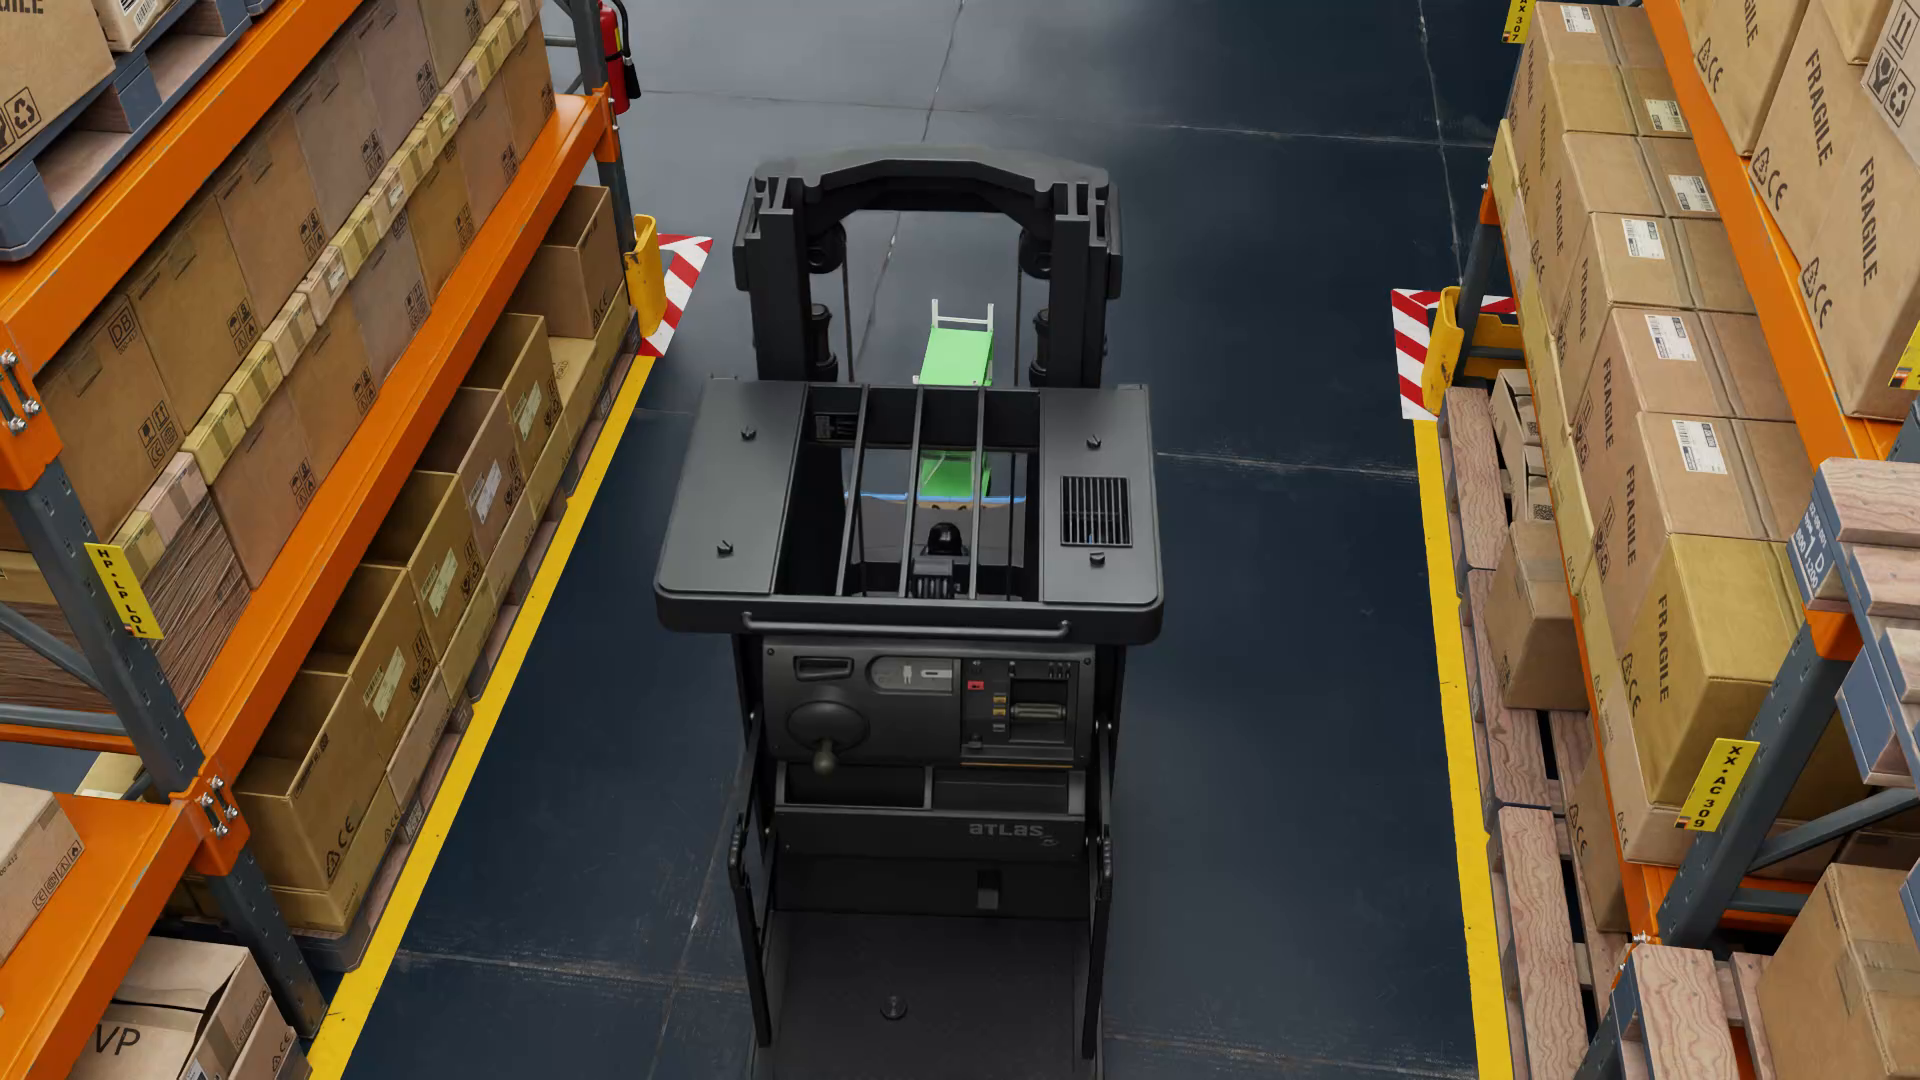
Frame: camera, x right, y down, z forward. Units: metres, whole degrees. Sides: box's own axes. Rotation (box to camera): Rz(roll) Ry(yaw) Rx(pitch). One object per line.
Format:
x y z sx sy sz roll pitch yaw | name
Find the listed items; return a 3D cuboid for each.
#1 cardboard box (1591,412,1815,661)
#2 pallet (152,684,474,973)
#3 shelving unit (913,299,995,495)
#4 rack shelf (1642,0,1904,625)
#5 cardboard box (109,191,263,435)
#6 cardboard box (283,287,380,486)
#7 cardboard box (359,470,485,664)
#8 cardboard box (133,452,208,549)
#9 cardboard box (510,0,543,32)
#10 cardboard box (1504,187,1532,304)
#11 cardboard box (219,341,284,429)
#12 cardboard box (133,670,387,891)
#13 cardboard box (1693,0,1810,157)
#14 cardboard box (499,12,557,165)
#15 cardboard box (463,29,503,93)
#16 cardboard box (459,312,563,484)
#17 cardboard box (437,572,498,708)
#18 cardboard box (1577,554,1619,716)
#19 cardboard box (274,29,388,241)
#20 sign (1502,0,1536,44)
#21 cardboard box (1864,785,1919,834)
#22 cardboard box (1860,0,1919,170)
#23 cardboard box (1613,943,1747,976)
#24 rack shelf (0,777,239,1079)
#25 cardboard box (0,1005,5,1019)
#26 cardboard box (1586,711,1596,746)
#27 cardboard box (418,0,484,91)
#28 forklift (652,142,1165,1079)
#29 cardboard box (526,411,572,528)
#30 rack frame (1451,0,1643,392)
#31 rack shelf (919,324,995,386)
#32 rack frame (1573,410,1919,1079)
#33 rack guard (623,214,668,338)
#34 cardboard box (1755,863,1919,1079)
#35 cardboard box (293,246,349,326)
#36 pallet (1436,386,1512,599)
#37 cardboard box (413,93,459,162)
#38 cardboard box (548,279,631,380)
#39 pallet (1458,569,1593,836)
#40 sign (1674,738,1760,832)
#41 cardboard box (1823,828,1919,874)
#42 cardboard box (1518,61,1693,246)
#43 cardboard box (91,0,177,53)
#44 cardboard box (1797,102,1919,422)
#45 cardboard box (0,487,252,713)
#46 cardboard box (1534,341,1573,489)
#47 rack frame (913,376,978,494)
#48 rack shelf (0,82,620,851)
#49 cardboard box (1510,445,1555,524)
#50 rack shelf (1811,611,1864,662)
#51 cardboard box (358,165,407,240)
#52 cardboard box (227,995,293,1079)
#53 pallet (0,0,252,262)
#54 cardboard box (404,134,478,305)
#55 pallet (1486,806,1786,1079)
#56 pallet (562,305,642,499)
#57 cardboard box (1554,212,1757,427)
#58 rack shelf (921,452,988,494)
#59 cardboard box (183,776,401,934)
2.103 0.011 4.606 0.500 0.500 0.500 5 44 5 | cardboard box
-2.477 0.954 6.089 1.003 0.211 1.213 5 44 6 | pallet
-0.022 -0.323 6.718 0.258 1.200 0.503 5 44 6 | shelving unit
2.551 -1.264 4.745 1.077 0.370 4.000 5 44 6 | rack shelf
-2.506 -0.676 4.765 0.700 0.500 0.500 5 44 5 | cardboard box
-2.438 -0.562 5.589 0.700 0.500 0.500 6 44 6 | cardboard box
-2.120 0.084 6.129 0.500 0.500 0.500 5 44 6 | cardboard box
-2.363 -0.129 4.660 0.380 0.149 0.250 6 44 6 | cardboard box
-1.957 -2.241 6.890 0.380 0.149 0.250 5 44 5 | cardboard box
2.382 -1.093 6.317 0.500 0.250 0.500 4 44 4 | cardboard box
-2.298 -0.484 5.035 0.380 0.149 0.250 5 44 5 | cardboard box
-2.252 0.765 5.409 0.500 0.500 0.500 5 44 6 | cardboard box
2.224 -1.297 4.169 0.500 0.500 0.500 4 44 4 | cardboard box
-2.170 -1.966 7.072 0.700 0.500 0.500 5 44 6 | cardboard box
-2.024 -1.888 6.518 0.380 0.149 0.250 5 44 5 | cardboard box
-1.989 -0.598 6.849 0.500 0.500 0.500 5 44 6 | cardboard box
-2.120 0.356 6.387 0.500 0.250 0.500 5 44 6 | cardboard box
2.123 0.285 4.862 0.500 0.250 0.500 5 44 6 | cardboard box
-2.373 -1.357 5.485 0.700 0.500 0.500 5 44 6 | cardboard box
2.278 -2.163 6.723 0.100 0.325 0.005 5 44 6 | sign
2.556 0.401 4.194 0.500 0.500 0.500 4 44 5 | cardboard box
2.084 -0.935 3.060 0.500 0.500 0.500 2 43 2 | cardboard box
2.328 1.429 5.300 0.380 0.166 0.250 0 43 0 | cardboard box
-2.888 2.104 3.370 1.077 0.370 4.000 5 44 6 | rack shelf
-2.558 1.144 3.958 0.396 0.266 0.258 4 44 4 | cardboard box
2.518 0.714 6.067 0.380 0.149 0.250 2 43 2 | cardboard box
-2.241 -2.042 6.209 0.700 0.500 0.500 4 44 4 | cardboard box
-0.095 0.562 4.524 1.130 2.935 3.031 2 43 2 | forklift
-1.992 -0.326 7.107 0.500 0.250 0.500 5 44 6 | cardboard box
2.816 -1.799 6.968 1.000 3.000 0.127 5 44 6 | rack frame
-0.022 -0.625 6.432 0.258 0.148 0.480 5 44 6 | rack shelf
2.287 0.927 4.089 1.000 3.000 0.127 5 44 6 | rack frame
-2.092 -1.355 8.318 1.175 0.500 0.348 5 44 6 | rack guard
2.186 1.075 3.541 0.700 0.500 0.500 5 44 6 | cardboard box
-2.230 -0.837 5.407 0.380 0.149 0.250 4 44 4 | cardboard box
2.663 -0.184 7.291 1.003 0.211 1.213 5 44 6 | pallet
-2.093 -1.538 6.148 0.380 0.149 0.250 6 44 7 | cardboard box
-1.873 -1.008 7.828 0.500 0.250 0.500 5 44 6 | cardboard box
2.499 0.645 6.415 1.003 0.211 1.213 5 44 6 | pallet
1.748 0.569 3.838 0.100 0.325 0.005 5 44 6 | sign
2.561 0.673 4.452 0.500 0.250 0.500 6 44 6 | cardboard box
2.379 -1.390 6.086 0.500 0.500 0.500 5 44 6 | cardboard box
-2.225 -1.468 4.095 0.500 0.311 0.500 3 44 3 | cardboard box
2.109 -0.574 3.406 0.500 0.500 0.500 6 44 7 | cardboard box
-2.572 0.140 4.848 0.700 0.500 0.500 4 44 4 | cardboard box
2.239 -0.402 5.587 0.500 0.250 0.500 6 44 6 | cardboard box
-0.054 -0.157 6.543 0.240 1.200 0.015 5 44 6 | rack frame
-2.360 -0.622 6.249 1.077 0.370 4.000 5 44 6 | rack shelf
2.559 -0.131 6.842 0.500 0.311 0.500 9 44 9 | cardboard box
2.022 1.462 1.866 1.077 0.370 4.000 5 44 6 | rack shelf
-2.160 -1.184 5.774 0.380 0.149 0.250 5 44 5 | cardboard box
-2.391 1.634 5.037 0.500 0.250 0.500 5 44 5 | cardboard box
-2.537 -1.161 4.178 1.003 0.211 1.213 5 44 6 | pallet
-2.306 -1.270 6.337 0.700 0.500 0.500 6 44 6 | cardboard box
2.340 1.479 5.535 1.003 0.211 1.213 5 44 6 | pallet
-2.155 -0.709 7.845 1.003 0.211 1.213 5 44 6 | pallet
2.248 -0.686 5.342 0.500 0.500 0.500 6 44 7 | cardboard box
-0.022 -0.276 6.762 0.258 0.148 0.480 5 44 6 | rack shelf
-2.262 1.037 5.668 0.500 0.250 0.500 5 44 6 | cardboard box
